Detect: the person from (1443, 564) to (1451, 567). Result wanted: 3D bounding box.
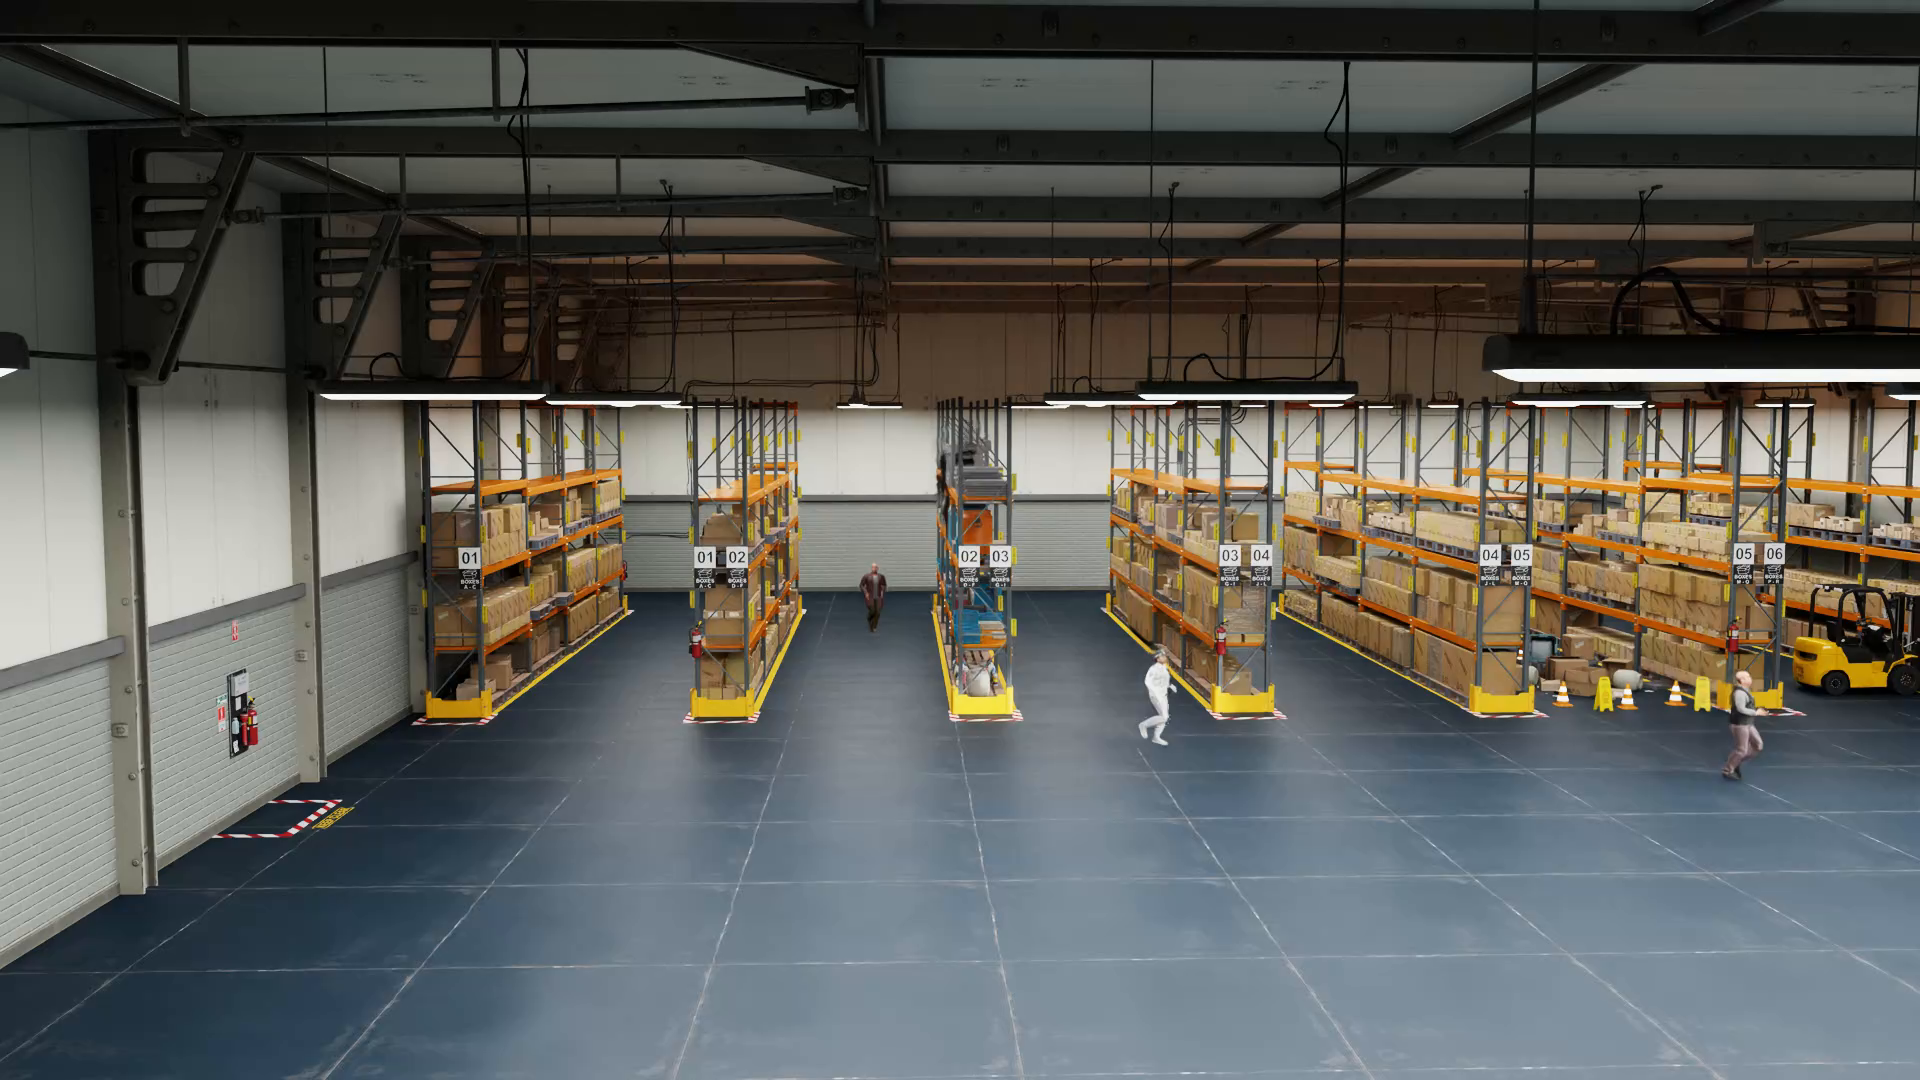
[{"bbox_3d":[14.515,1.049,49.334,0.864,1.727,0.725,2,5,29],"label":"person"}]

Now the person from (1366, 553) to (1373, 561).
[{"bbox_3d":[11.363,1.281,46.162,0.669,1.828,0.770,-1,4,-10],"label":"person"}]

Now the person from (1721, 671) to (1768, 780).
[{"bbox_3d":[12.163,2.874,25.750,0.633,1.698,0.680,3,5,33],"label":"person"}]

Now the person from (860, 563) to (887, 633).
[{"bbox_3d":[-2.103,1.423,40.818,0.675,1.713,0.581,-1,5,-18],"label":"person"}]

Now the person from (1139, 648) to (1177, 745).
[{"bbox_3d":[3.425,2.687,28.693,0.587,1.671,0.610,2,5,29],"label":"person"}]
